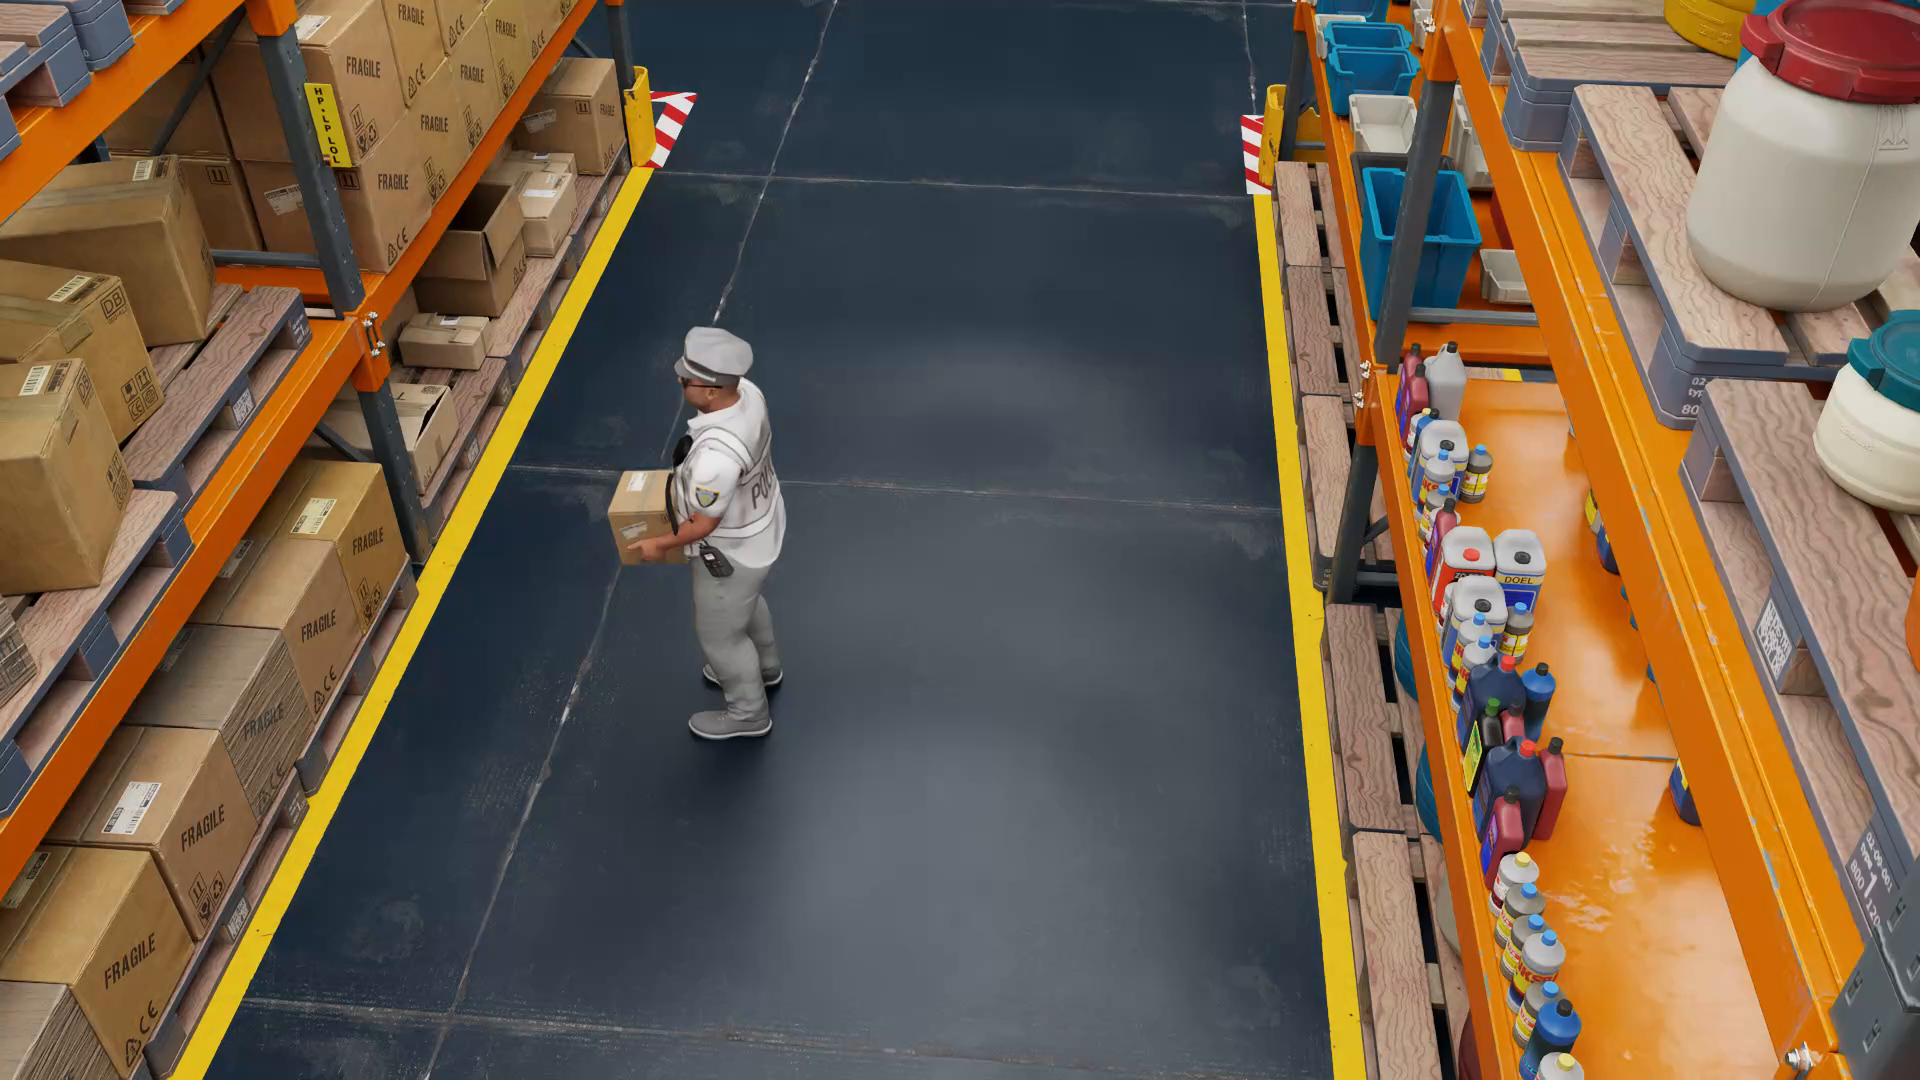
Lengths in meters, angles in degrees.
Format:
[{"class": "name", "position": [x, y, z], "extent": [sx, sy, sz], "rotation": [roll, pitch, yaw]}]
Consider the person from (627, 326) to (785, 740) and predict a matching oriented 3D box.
[{"class": "person", "position": [-0.925, -0.010, 6.144], "extent": [0.545, 1.770, 0.521], "rotation": [3, 40, 4]}]
